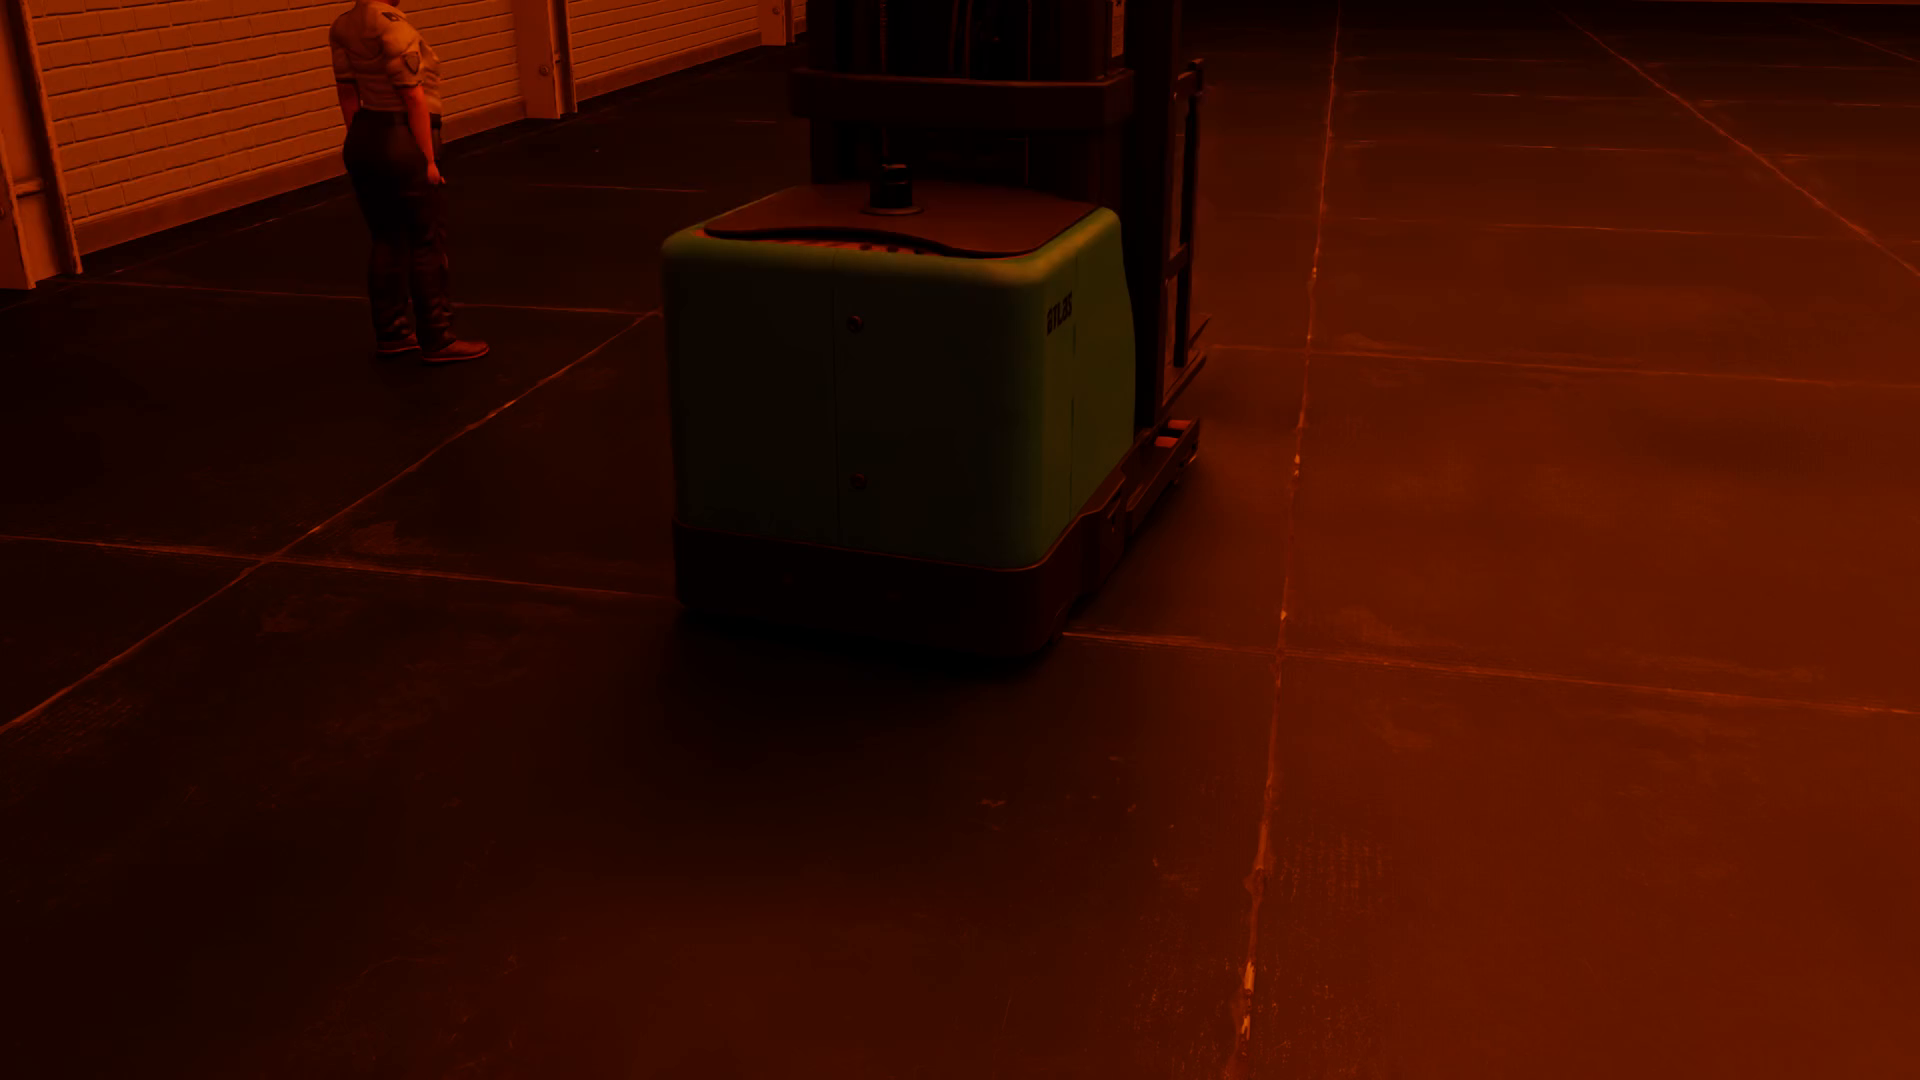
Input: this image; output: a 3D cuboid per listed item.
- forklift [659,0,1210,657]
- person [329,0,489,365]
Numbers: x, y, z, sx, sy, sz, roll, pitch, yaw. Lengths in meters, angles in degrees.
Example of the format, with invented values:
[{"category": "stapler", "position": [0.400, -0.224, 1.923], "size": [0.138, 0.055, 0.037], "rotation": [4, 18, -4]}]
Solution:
[{"category": "forklift", "position": [0.195, -1.586, 5.156], "size": [1.130, 2.935, 3.031], "rotation": [8, 23, 18]}, {"category": "person", "position": [-2.279, -1.548, 6.776], "size": [0.481, 1.649, 0.355], "rotation": [14, 26, 30]}]
